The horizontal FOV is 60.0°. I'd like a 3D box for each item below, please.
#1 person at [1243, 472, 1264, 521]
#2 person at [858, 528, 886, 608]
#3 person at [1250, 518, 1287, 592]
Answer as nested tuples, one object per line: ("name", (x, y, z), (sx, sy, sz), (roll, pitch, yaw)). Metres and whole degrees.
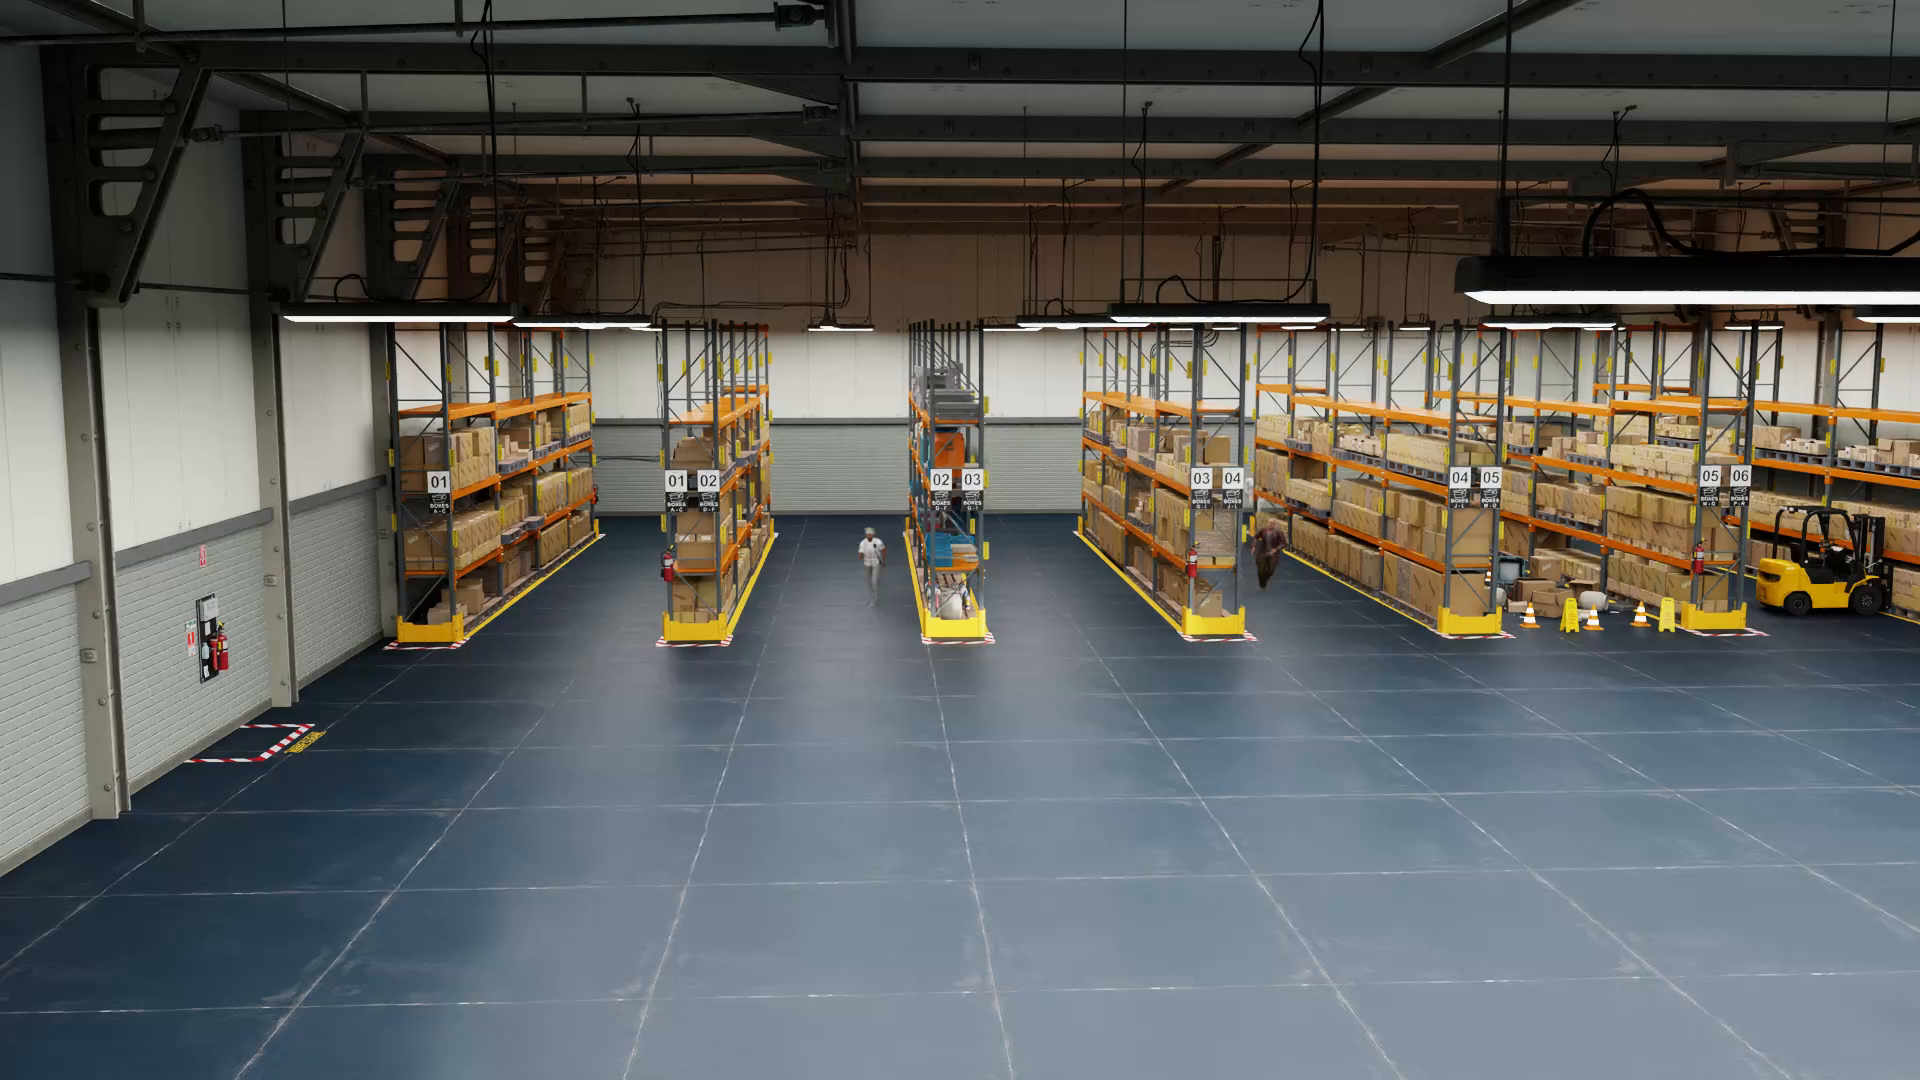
("person", (8.994, -1.314, 50.703), (0.727, 1.586, 0.935), (3, 8, 20))
("person", (-1.863, 0.565, 35.168), (0.535, 1.713, 0.987), (2, 7, 12))
("person", (6.885, 0.333, 37.121), (0.799, 1.687, 0.567), (1, 7, 11))
